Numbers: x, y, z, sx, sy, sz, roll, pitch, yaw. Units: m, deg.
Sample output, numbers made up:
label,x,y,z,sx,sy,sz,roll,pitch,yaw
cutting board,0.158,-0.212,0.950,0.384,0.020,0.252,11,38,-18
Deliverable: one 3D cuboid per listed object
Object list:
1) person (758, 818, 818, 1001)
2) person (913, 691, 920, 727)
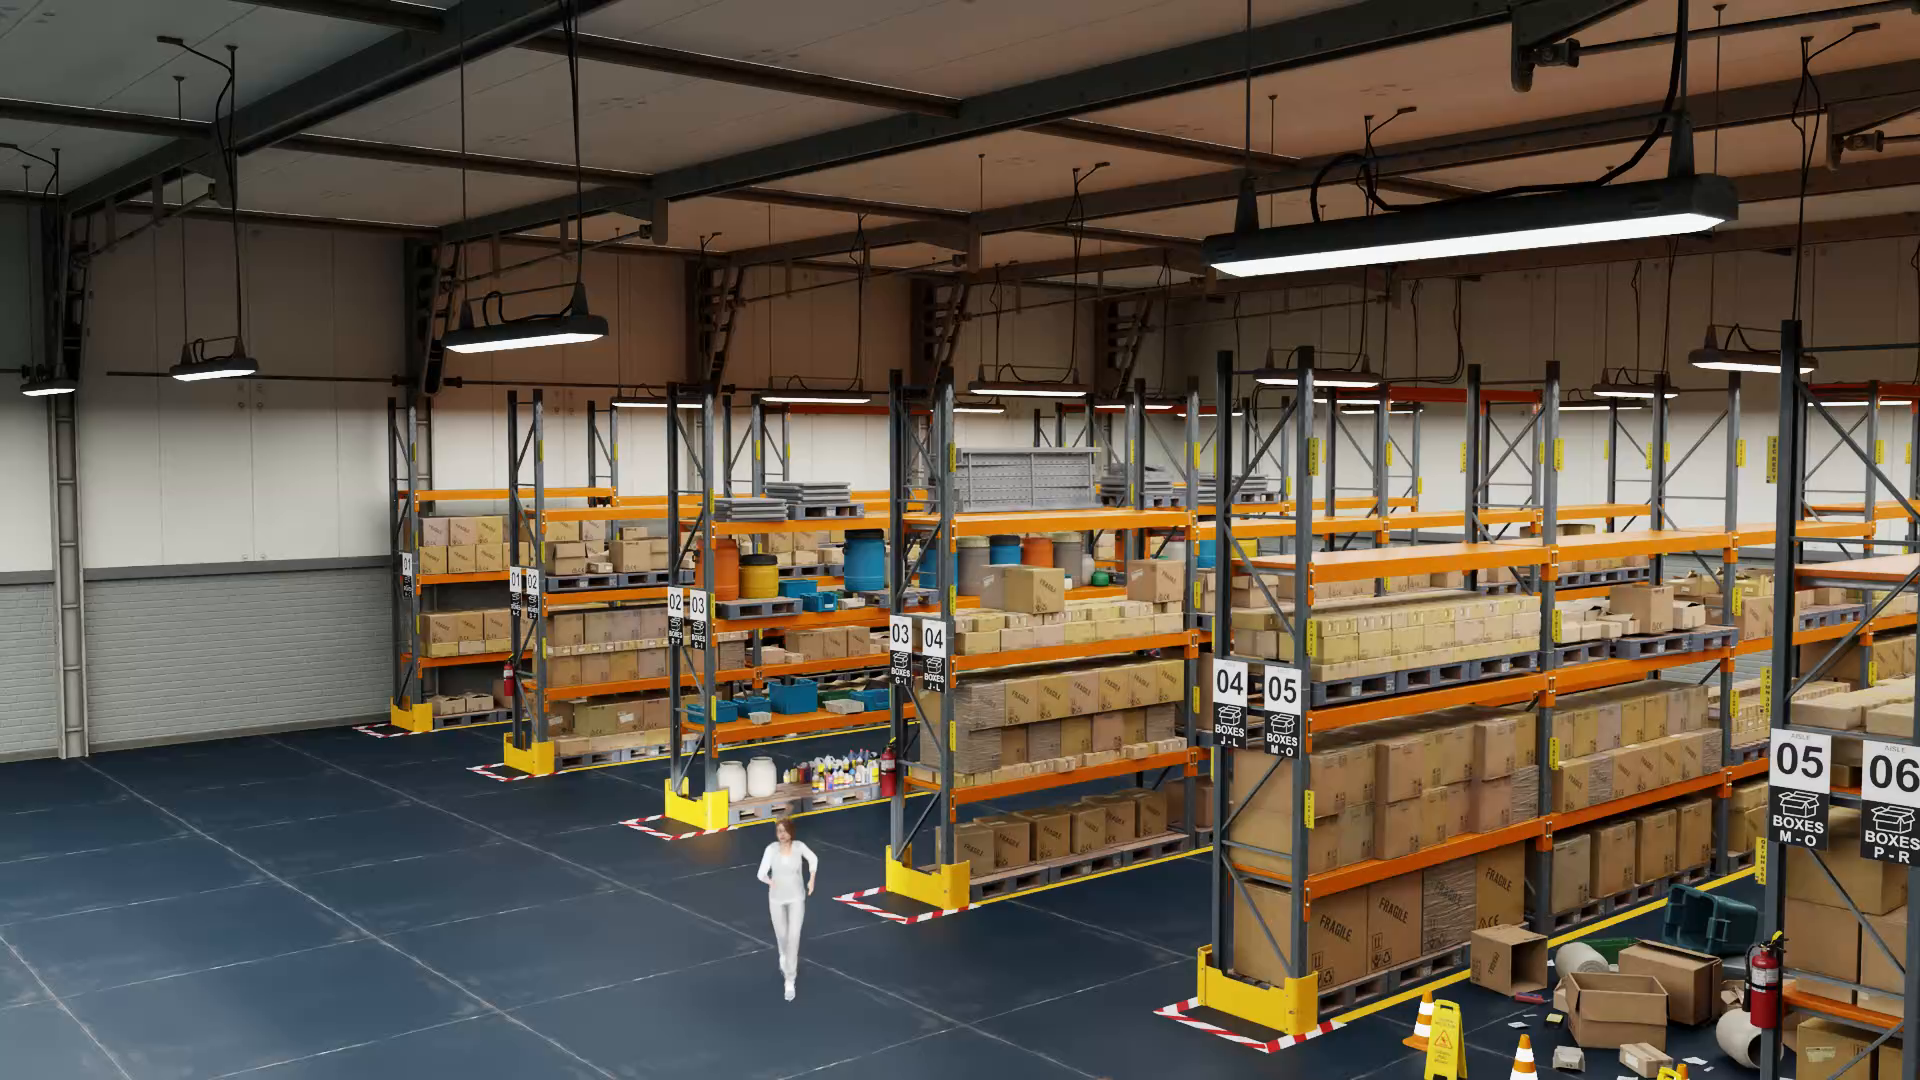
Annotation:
label,x,y,z,sx,sy,sz,roll,pitch,yaw
person,-1.639,3.550,15.791,0.548,1.390,0.862,0,3,1
person,-0.531,2.700,27.285,0.586,1.724,0.691,-3,4,-38
